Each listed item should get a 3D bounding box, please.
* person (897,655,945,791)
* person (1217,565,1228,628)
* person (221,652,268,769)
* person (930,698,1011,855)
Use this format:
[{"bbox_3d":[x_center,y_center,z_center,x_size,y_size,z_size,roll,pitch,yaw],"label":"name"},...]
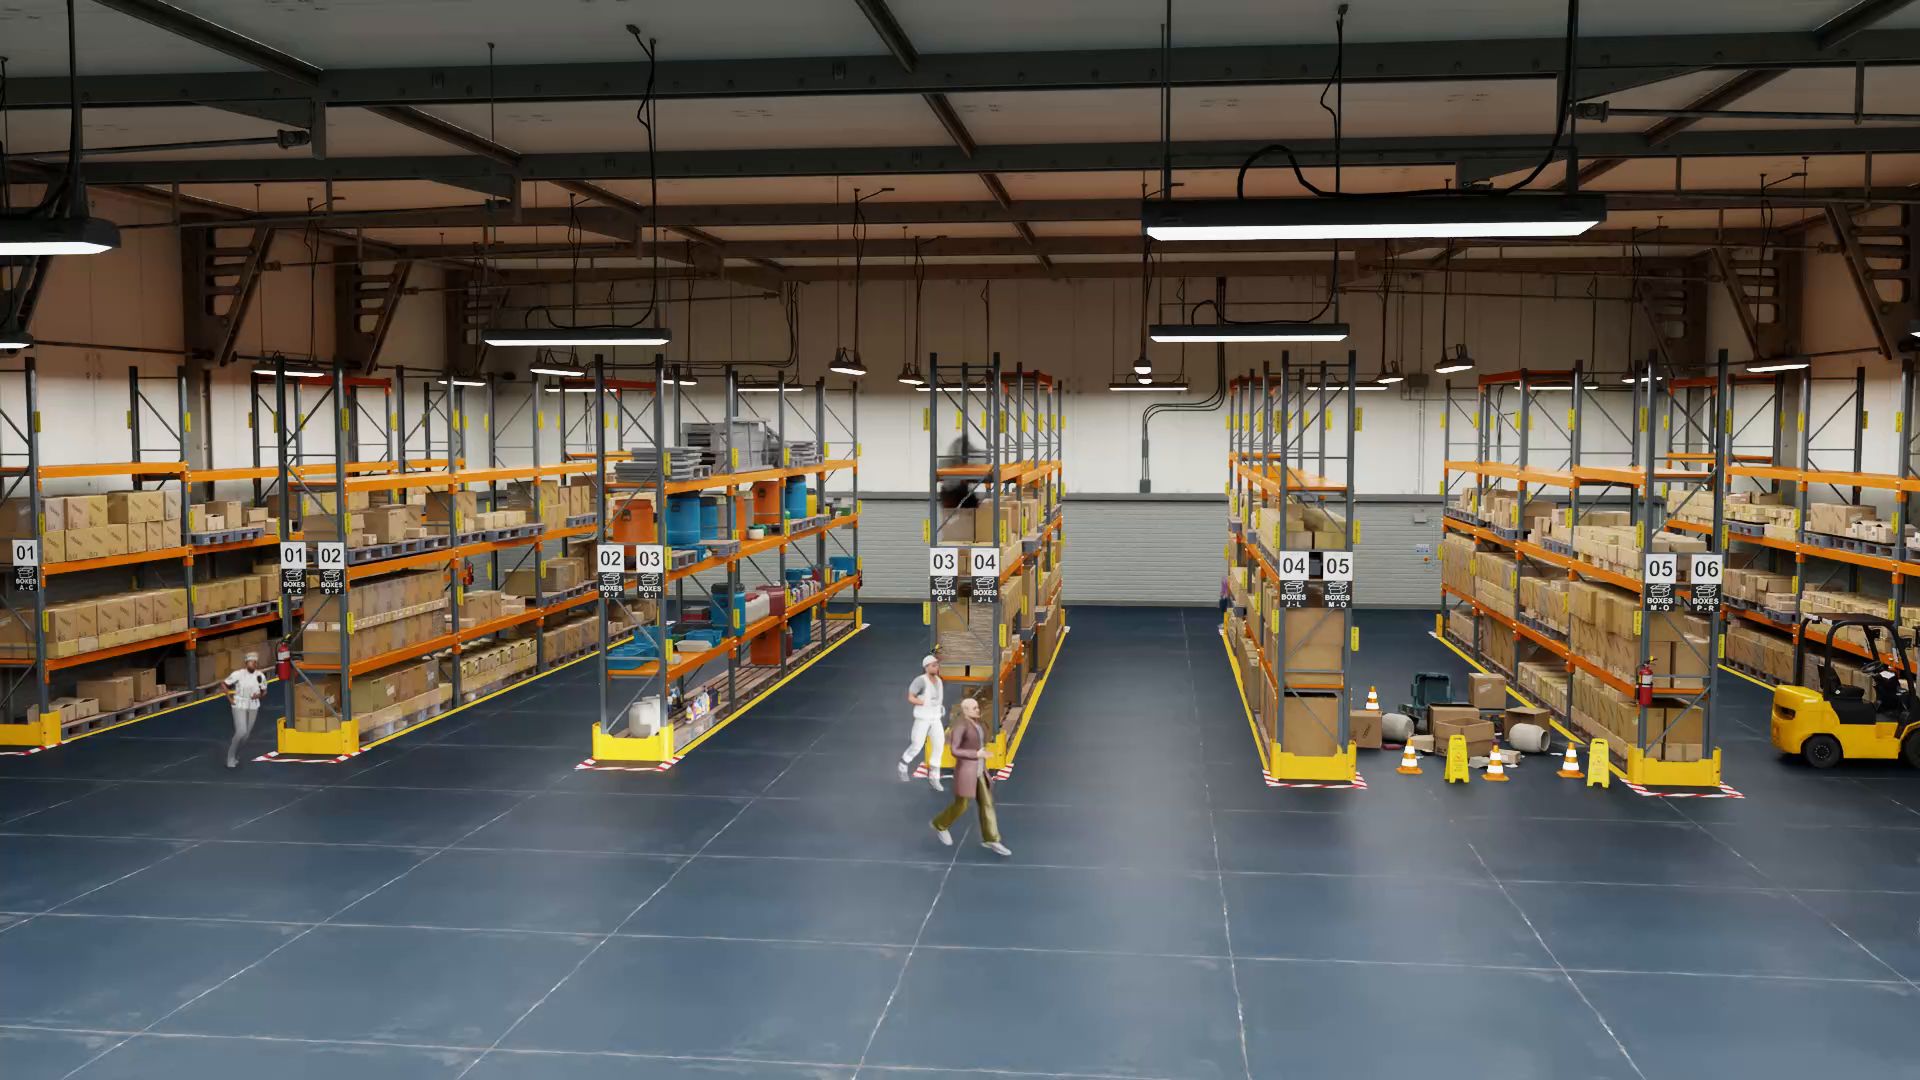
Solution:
[{"bbox_3d":[-0.446,2.479,22.817,0.683,1.790,0.905,-4,5,-41],"label":"person"},{"bbox_3d":[6.573,1.387,40.440,0.535,1.531,0.591,-1,4,-14],"label":"person"},{"bbox_3d":[-10.396,2.470,24.213,0.596,1.699,0.587,4,5,42],"label":"person"},{"bbox_3d":[0.098,2.724,19.302,1.057,1.790,0.709,3,5,36],"label":"person"}]
